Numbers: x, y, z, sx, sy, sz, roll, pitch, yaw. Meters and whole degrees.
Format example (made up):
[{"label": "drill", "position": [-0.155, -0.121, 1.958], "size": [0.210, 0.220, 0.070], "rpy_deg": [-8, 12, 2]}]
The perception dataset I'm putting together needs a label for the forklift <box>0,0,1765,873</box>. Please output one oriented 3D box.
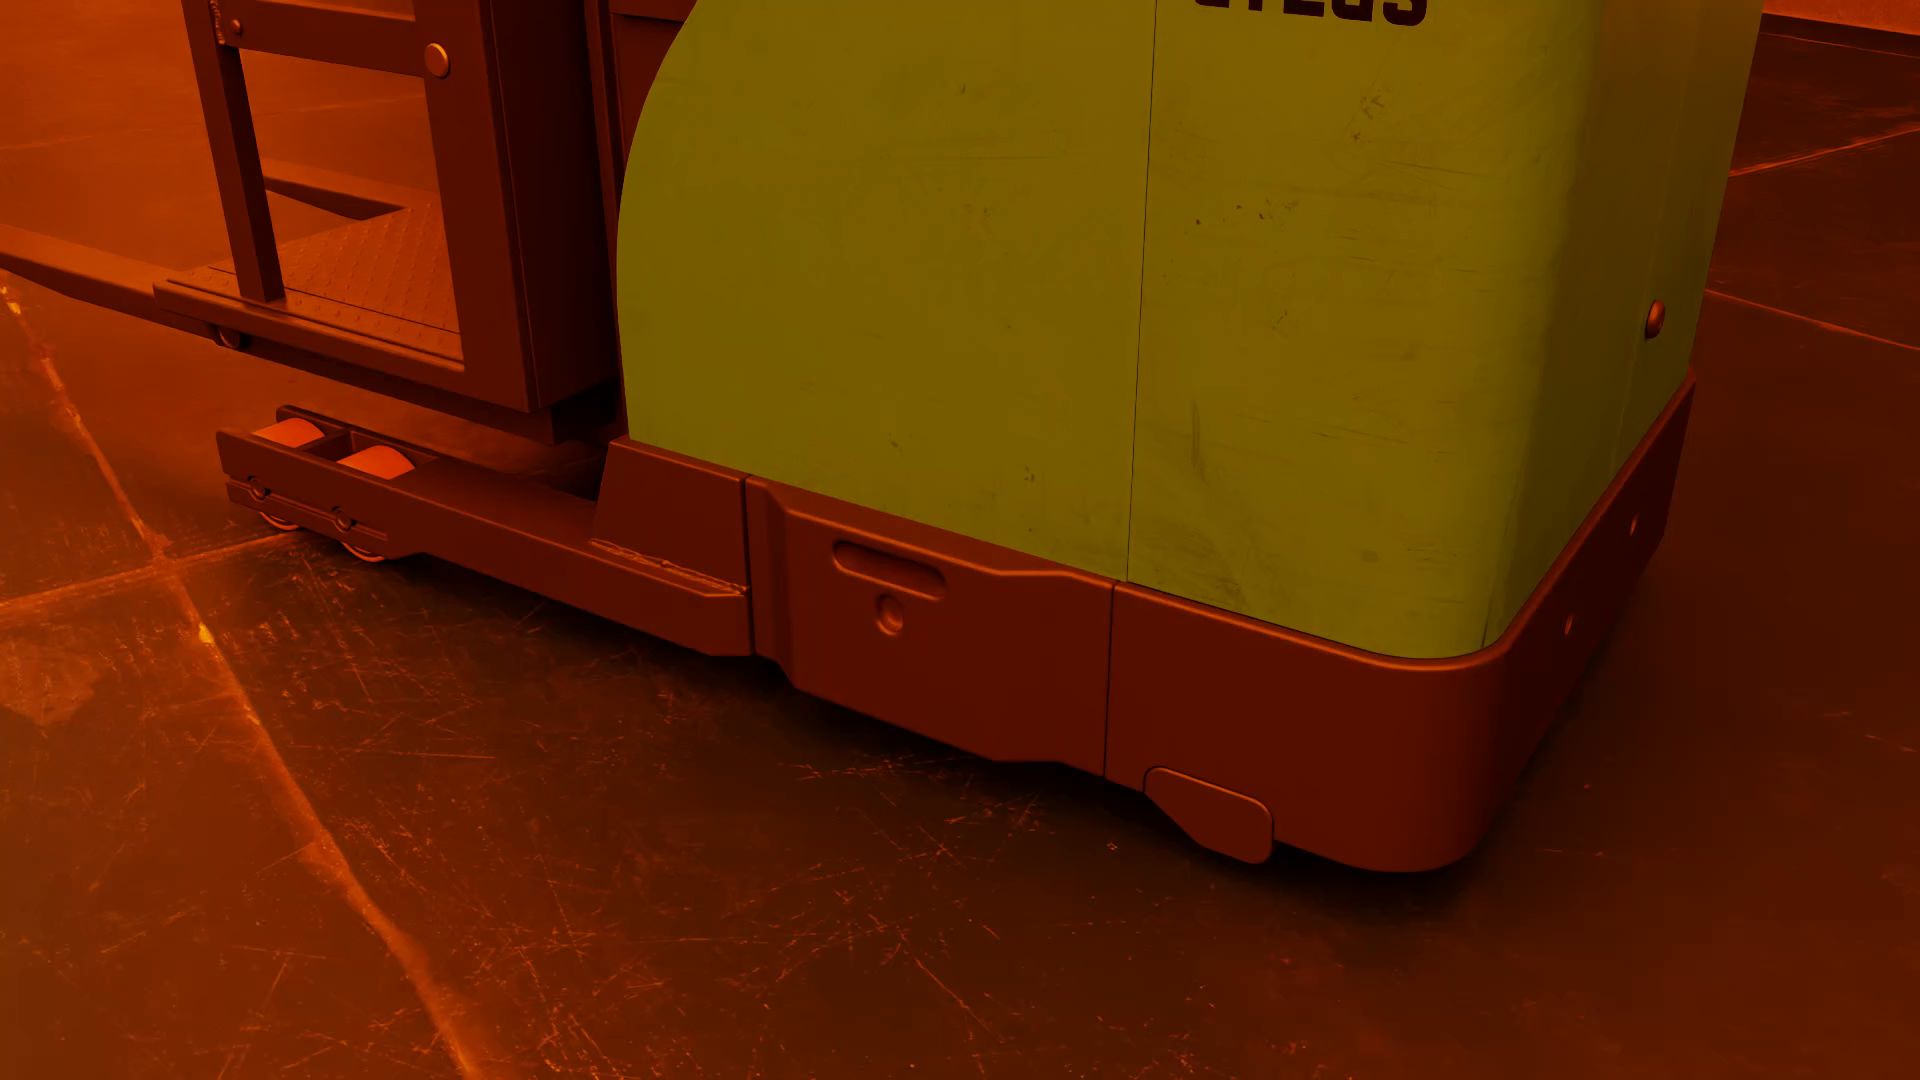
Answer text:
[{"label": "forklift", "position": [-0.511, -1.459, 2.139], "size": [3.031, 2.935, 1.130], "rpy_deg": [16, 31, 29]}]
